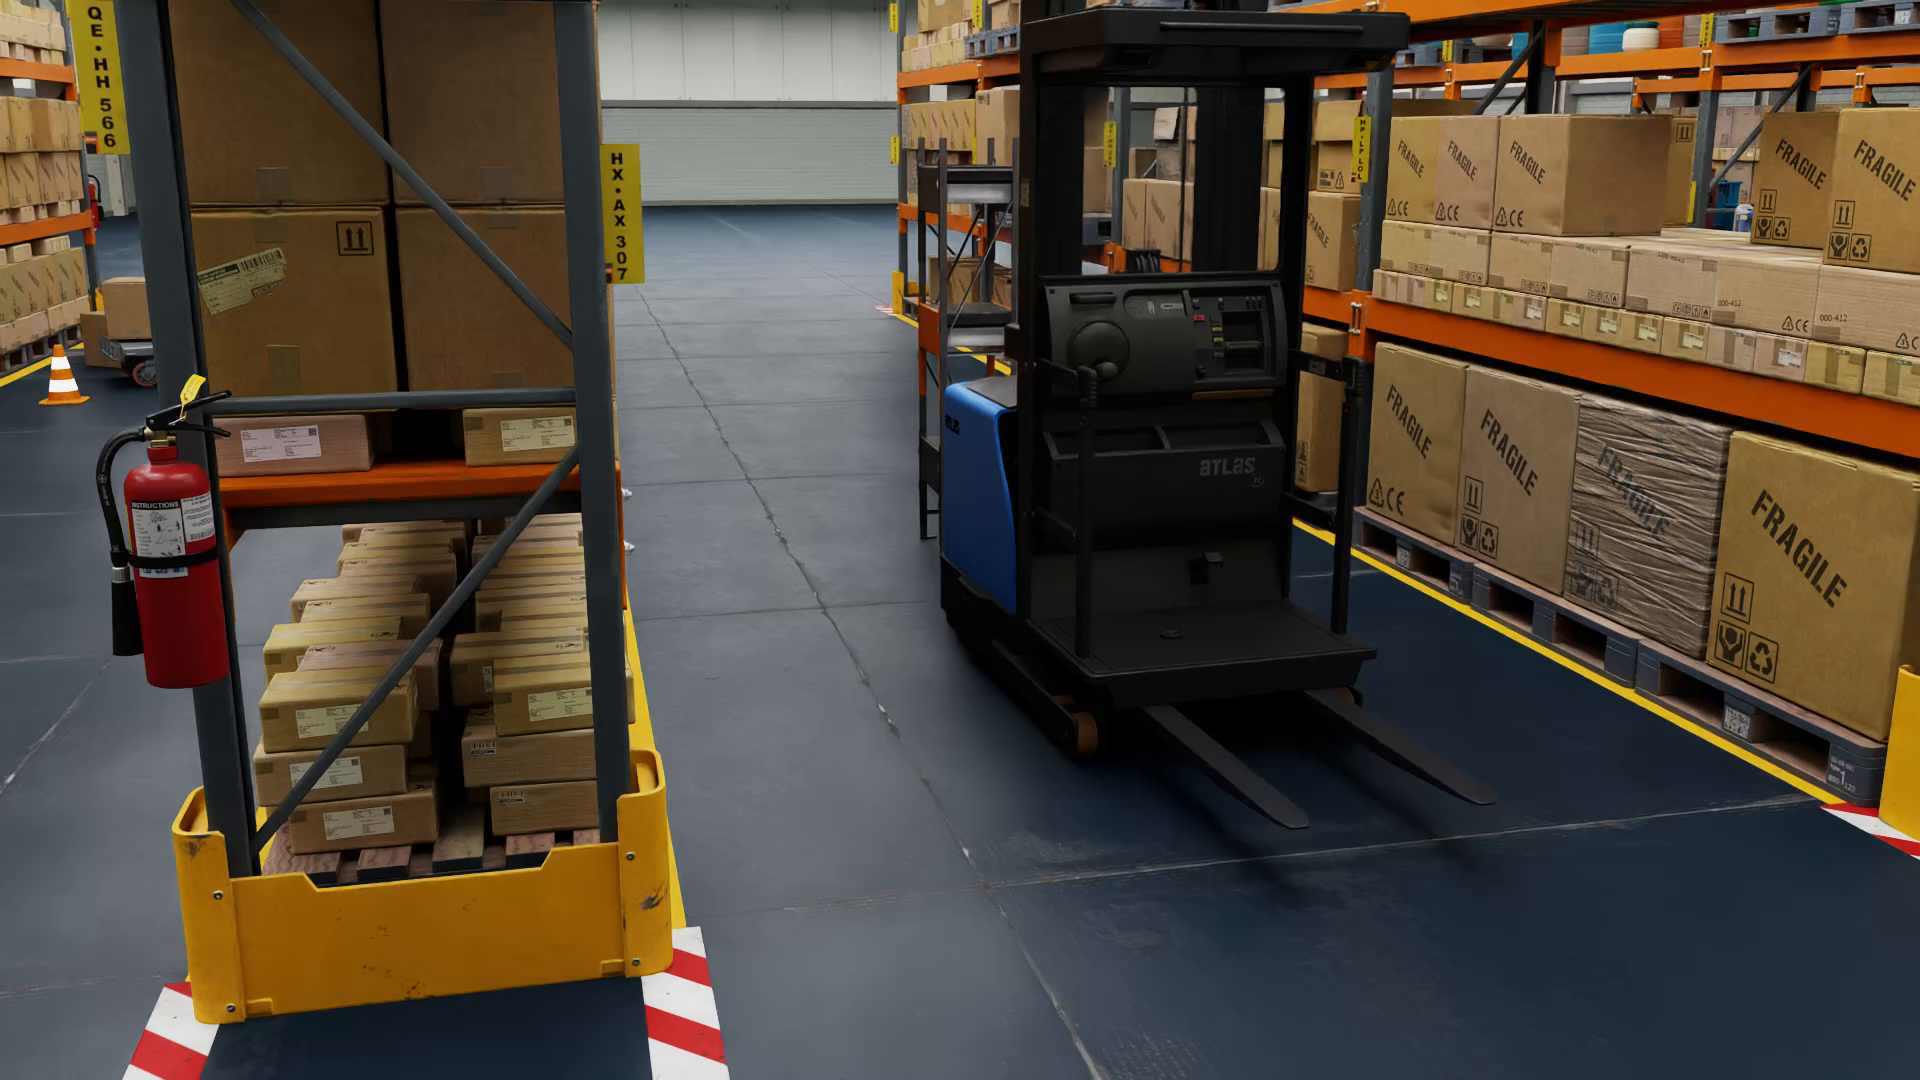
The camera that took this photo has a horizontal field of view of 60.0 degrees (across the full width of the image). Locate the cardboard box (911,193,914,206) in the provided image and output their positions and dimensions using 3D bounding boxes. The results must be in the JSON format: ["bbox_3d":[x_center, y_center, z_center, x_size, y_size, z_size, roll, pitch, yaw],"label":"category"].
[{"bbox_3d":[-0.371,-4.006,19.535,0.380,0.149,0.250,-3,14,-13],"label":"cardboard box"}]

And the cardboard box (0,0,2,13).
[{"bbox_3d":[-9.141,-4.958,15.431,0.380,0.149,0.250,-3,14,-12],"label":"cardboard box"}]

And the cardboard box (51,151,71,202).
[{"bbox_3d":[-9.370,-3.681,16.838,0.500,0.500,0.500,-3,14,-13],"label":"cardboard box"}]

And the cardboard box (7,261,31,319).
[{"bbox_3d":[-8.953,-2.298,15.340,0.500,0.500,0.500,-3,14,-11],"label":"cardboard box"}]

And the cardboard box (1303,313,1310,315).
[{"bbox_3d":[2.192,-1.022,10.384,1.225,0.875,0.875,-4,14,-15],"label":"cardboard box"}]

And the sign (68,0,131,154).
[{"bbox_3d":[-1.877,-1.012,3.642,0.100,0.325,0.005,-3,14,-13],"label":"sign"}]

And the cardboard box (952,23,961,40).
[{"bbox_3d":[0.130,-5.162,16.893,0.380,0.149,0.250,-4,14,-15],"label":"cardboard box"}]

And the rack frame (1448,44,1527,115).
[{"bbox_3d":[5.508,-3.620,17.422,1.000,3.000,0.127,-3,14,-13],"label":"rack frame"}]

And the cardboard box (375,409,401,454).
[{"bbox_3d":[-1.706,-0.319,4.441,0.380,0.149,0.250,-3,14,-13],"label":"cardboard box"}]

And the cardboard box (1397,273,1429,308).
[{"bbox_3d":[2.380,-1.229,8.165,0.380,0.149,0.250,-4,14,-15],"label":"cardboard box"}]

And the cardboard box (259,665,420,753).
[{"bbox_3d":[-1.704,0.462,4.585,0.380,0.149,0.250,-3,14,-13],"label":"cardboard box"}]

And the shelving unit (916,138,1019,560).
[{"bbox_3d":[0.039,-0.982,8.522,0.431,2.100,0.503,-3,14,-13],"label":"shelving unit"}]

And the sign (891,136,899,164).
[{"bbox_3d":[-0.773,-4.656,19.842,0.100,0.325,0.005,-3,14,-13],"label":"sign"}]

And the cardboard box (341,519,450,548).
[{"bbox_3d":[-2.215,-0.017,6.546,0.380,0.149,0.250,-3,14,-12],"label":"cardboard box"}]

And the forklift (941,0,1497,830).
[{"bbox_3d":[0.822,-0.733,5.888,1.129,2.867,3.031,-4,14,-16],"label":"forklift"}]

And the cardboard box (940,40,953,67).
[{"bbox_3d":[0.095,-5.057,17.300,0.500,0.250,0.500,-3,14,-14],"label":"cardboard box"}]

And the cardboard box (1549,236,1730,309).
[{"bbox_3d":[2.775,-1.098,6.791,0.500,0.250,0.500,-3,14,-13],"label":"cardboard box"}]

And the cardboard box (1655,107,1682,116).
[{"bbox_3d":[9.494,-5.376,21.666,0.700,0.500,0.500,-3,14,-13],"label":"cardboard box"}]

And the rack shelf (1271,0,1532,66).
[{"bbox_3d":[2.103,-3.067,10.356,1.077,0.370,4.000,-3,14,-13],"label":"rack shelf"}]

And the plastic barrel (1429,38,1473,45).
[{"bbox_3d":[5.378,-5.760,17.921,0.600,0.901,0.708,-3,14,-13],"label":"plastic barrel"}]

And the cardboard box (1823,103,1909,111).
[{"bbox_3d":[10.213,-4.676,18.800,0.700,0.500,0.500,-3,14,-13],"label":"cardboard box"}]

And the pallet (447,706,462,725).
[{"bbox_3d":[-1.790,0.545,6.252,1.003,0.211,1.213,-3,14,-13],"label":"pallet"}]

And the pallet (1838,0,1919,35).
[{"bbox_3d":[6.838,-3.576,11.323,1.003,0.211,1.213,-3,14,-13],"label":"pallet"}]

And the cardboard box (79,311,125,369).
[{"bbox_3d":[-7.868,-1.901,15.650,0.500,0.500,0.500,7,15,26],"label":"cardboard box"}]

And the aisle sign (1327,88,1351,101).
[{"bbox_3d":[4.840,-5.838,21.026,0.394,0.787,0.004,-3,14,-13],"label":"aisle sign"}]

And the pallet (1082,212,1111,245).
[{"bbox_3d":[1.362,-2.486,13.186,1.213,0.211,1.003,-3,14,-13],"label":"pallet"}]

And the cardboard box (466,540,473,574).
[{"bbox_3d":[-2.199,0.063,6.844,0.380,0.149,0.250,-4,14,-16],"label":"cardboard box"}]

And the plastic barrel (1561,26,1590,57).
[{"bbox_3d":[5.992,-5.064,15.958,0.600,0.901,0.600,0,14,0],"label":"plastic barrel"}]

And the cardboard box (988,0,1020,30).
[{"bbox_3d":[0.708,-4.941,15.408,0.797,0.503,0.637,-4,14,-16],"label":"cardboard box"}]

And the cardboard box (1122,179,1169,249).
[{"bbox_3d":[1.483,-2.342,11.982,0.500,0.500,0.500,-3,14,-12],"label":"cardboard box"}]

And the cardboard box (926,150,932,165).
[{"bbox_3d":[0.091,-4.222,19.052,0.875,0.500,0.500,-3,14,-13],"label":"cardboard box"}]

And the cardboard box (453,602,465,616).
[{"bbox_3d":[-2.123,0.270,6.625,0.380,0.149,0.250,-4,14,-16],"label":"cardboard box"}]

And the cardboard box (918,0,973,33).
[{"bbox_3d":[-0.160,-5.802,18.143,0.500,0.500,0.500,-3,14,-13],"label":"cardboard box"}]

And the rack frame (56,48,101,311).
[{"bbox_3d":[-9.879,-3.714,17.808,1.000,3.000,0.127,-3,14,-13],"label":"rack frame"}]

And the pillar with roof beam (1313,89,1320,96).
[{"bbox_3d":[5.383,-13.192,43.964,9.100,9.000,0.400,-3,14,-13],"label":"pillar with roof beam"}]

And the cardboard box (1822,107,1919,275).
[{"bbox_3d":[3.142,-1.109,5.255,0.500,0.500,0.500,-3,14,-12],"label":"cardboard box"}]

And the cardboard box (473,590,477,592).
[{"bbox_3d":[-1.627,0.217,6.214,0.380,0.149,0.250,-3,14,-11],"label":"cardboard box"}]

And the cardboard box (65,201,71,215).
[{"bbox_3d":[-9.376,-3.405,17.073,0.380,0.149,0.250,-4,14,-14],"label":"cardboard box"}]

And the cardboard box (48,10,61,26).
[{"bbox_3d":[-9.512,-5.375,17.135,0.380,0.149,0.250,-3,14,-13],"label":"cardboard box"}]

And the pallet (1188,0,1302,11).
[{"bbox_3d":[2.101,-3.383,10.530,1.003,0.211,1.213,-3,14,-11],"label":"pallet"}]

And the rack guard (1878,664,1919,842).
[{"bbox_3d":[3.517,0.645,5.235,1.175,0.500,0.348,-3,14,-13],"label":"rack guard"}]

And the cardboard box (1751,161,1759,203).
[{"bbox_3d":[9.969,-4.283,19.925,0.700,0.500,0.500,-3,14,-12],"label":"cardboard box"}]

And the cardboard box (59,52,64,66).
[{"bbox_3d":[-9.523,-4.982,17.209,0.380,0.149,0.250,-3,14,-13],"label":"cardboard box"}]

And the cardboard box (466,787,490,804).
[{"bbox_3d":[-1.286,0.664,5.010,0.380,0.149,0.250,-3,14,-13],"label":"cardboard box"}]

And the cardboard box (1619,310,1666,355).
[{"bbox_3d":[2.805,-0.812,6.461,0.380,0.149,0.250,-3,14,-13],"label":"cardboard box"}]

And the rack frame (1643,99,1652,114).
[{"bbox_3d":[9.387,-4.818,22.326,0.949,2.616,0.053,-3,14,-13],"label":"rack frame"}]

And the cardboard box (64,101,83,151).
[{"bbox_3d":[-9.547,-4.287,17.210,0.700,0.500,0.500,-4,14,-15],"label":"cardboard box"}]

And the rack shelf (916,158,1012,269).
[{"bbox_3d":[0.039,-1.649,8.359,0.431,0.518,0.480,-3,14,-13],"label":"rack shelf"}]

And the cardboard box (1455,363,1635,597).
[{"bbox_3d":[2.861,-0.305,7.449,0.875,0.875,0.875,-3,14,-13],"label":"cardboard box"}]

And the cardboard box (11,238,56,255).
[{"bbox_3d":[-9.169,-2.891,16.403,0.380,0.149,0.250,-3,14,-11],"label":"cardboard box"}]

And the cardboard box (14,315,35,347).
[{"bbox_3d":[-8.952,-1.933,15.428,0.500,0.250,0.500,-2,14,-10],"label":"cardboard box"}]

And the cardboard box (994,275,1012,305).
[{"bbox_3d":[0.638,-2.428,16.926,0.500,0.500,0.500,-4,14,-15],"label":"cardboard box"}]

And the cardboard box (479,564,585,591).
[{"bbox_3d":[-1.437,0.191,5.694,0.380,0.149,0.250,-3,14,-11],"label":"cardboard box"}]
